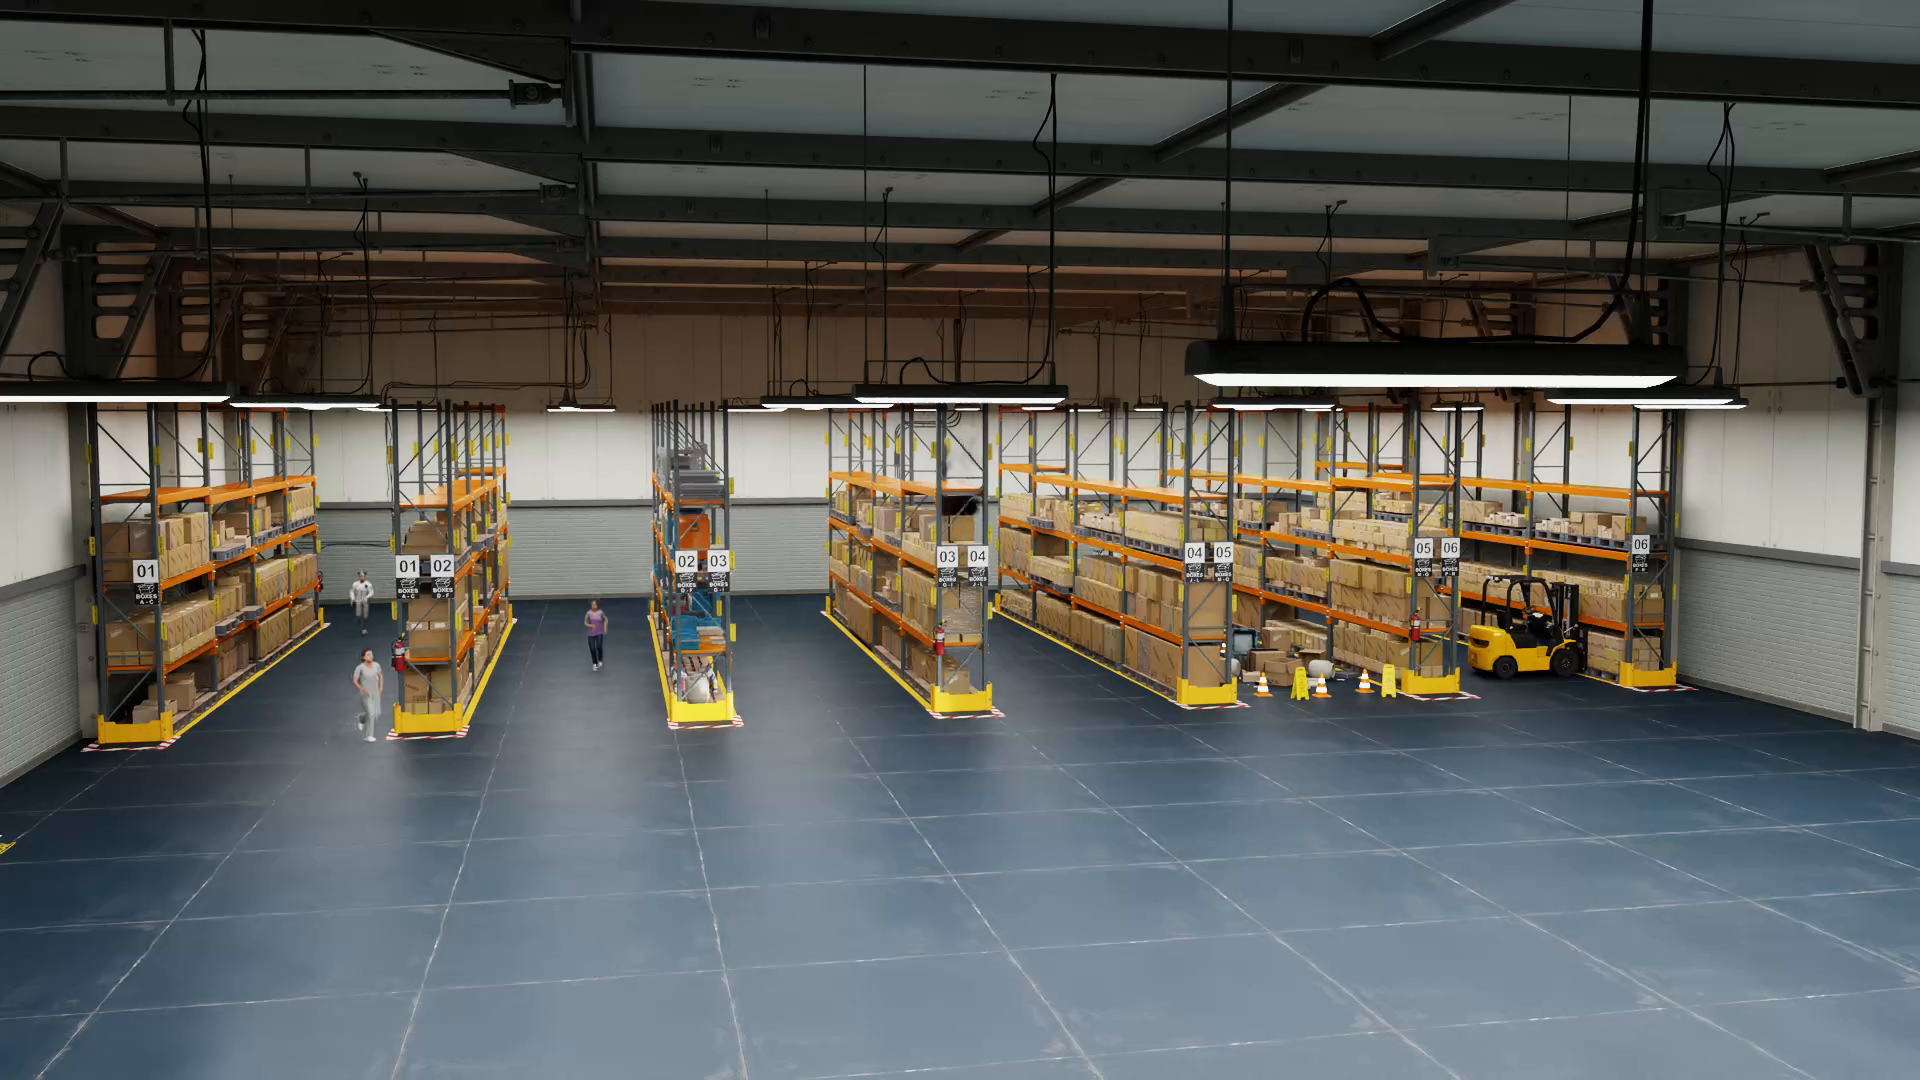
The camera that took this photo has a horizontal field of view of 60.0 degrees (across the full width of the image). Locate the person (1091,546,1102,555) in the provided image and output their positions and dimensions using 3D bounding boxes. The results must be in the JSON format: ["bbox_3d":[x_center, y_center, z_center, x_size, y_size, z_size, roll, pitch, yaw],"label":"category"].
[{"bbox_3d":[4.129,0.976,51.408,0.675,1.813,0.635,-3,5,-33],"label":"person"}]

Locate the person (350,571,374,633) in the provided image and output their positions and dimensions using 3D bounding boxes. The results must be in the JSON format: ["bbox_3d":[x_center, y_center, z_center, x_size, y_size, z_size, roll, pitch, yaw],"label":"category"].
[{"bbox_3d":[-15.607,1.629,43.386,0.600,1.649,0.617,-1,5,-18],"label":"person"}]

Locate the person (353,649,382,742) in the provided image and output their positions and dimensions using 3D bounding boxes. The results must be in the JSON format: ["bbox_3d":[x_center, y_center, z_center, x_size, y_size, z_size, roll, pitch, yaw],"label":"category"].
[{"bbox_3d":[-10.415,2.709,29.231,0.649,1.641,0.579,4,6,40],"label":"person"}]

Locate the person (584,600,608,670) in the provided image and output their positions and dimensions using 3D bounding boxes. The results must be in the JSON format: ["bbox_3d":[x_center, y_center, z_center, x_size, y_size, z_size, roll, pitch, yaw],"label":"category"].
[{"bbox_3d":[-8.122,2.124,37.097,0.511,1.570,0.636,-1,4,-9],"label":"person"}]
